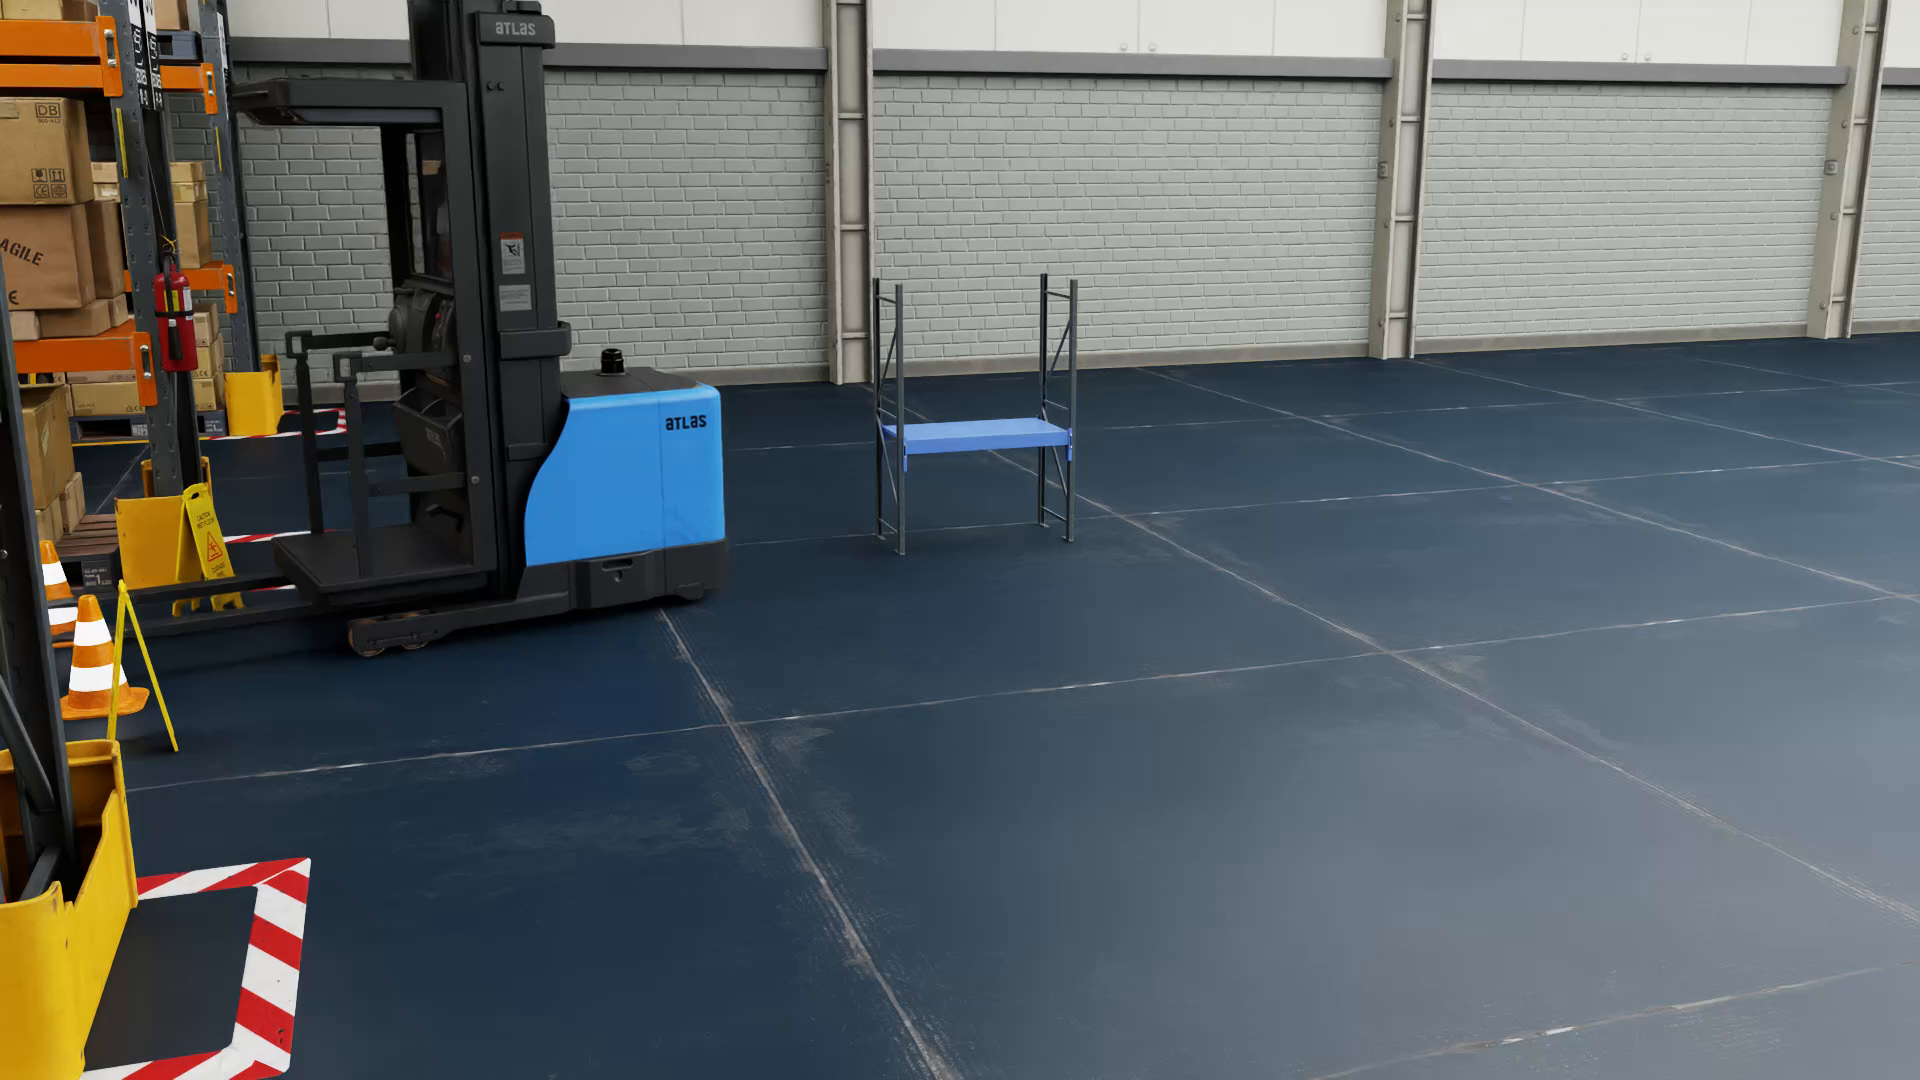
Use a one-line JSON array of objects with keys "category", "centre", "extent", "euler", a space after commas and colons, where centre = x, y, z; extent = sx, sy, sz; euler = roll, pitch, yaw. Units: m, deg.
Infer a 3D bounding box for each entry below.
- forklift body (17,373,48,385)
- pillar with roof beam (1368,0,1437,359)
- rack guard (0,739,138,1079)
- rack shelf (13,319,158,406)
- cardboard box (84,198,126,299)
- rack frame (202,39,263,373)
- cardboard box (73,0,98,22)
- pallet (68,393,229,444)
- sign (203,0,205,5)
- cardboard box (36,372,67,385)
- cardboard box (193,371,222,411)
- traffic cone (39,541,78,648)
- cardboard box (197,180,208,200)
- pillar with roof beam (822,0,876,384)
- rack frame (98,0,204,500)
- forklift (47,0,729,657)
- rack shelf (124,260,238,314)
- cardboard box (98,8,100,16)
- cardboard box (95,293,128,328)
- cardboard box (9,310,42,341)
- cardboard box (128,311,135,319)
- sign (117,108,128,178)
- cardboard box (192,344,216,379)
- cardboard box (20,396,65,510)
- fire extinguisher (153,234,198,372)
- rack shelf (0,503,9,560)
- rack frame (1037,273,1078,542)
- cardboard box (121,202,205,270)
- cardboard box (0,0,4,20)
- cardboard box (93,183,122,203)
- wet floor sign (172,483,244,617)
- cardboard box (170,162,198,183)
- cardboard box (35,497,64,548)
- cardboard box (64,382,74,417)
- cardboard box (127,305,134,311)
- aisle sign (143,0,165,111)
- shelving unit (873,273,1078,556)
[{"category": "forklift body", "centre": [-6.993, -1.452, 11.099], "extent": [1.214, 2.155, 2.313], "euler": [-4, 14, -18]}, {"category": "pillar with roof beam", "centre": [6.022, -5.411, 12.946], "extent": [0.400, 9.000, 9.100], "euler": [-4, 14, -18]}, {"category": "rack guard", "centre": [-2.493, 0.976, 4.460], "extent": [0.348, 0.500, 1.175], "euler": [-4, 14, -18]}, {"category": "rack shelf", "centre": [-6.086, -0.819, 8.158], "extent": [4.000, 0.370, 1.077], "euler": [-4, 14, -18]}, {"category": "cardboard box", "centre": [-4.728, -1.536, 8.759], "extent": [0.500, 0.500, 0.500], "euler": [-5, 14, -19]}, {"category": "rack frame", "centre": [-5.777, -2.405, 13.271], "extent": [0.127, 3.000, 1.000], "euler": [-4, 14, -18]}, {"category": "cardboard box", "centre": [-4.609, -2.700, 8.574], "extent": [0.250, 0.149, 0.380], "euler": [-4, 14, -18]}, {"category": "pallet", "centre": [-6.489, -0.983, 13.318], "extent": [1.213, 0.211, 1.003], "euler": [-4, 14, -18]}, {"category": "sign", "centre": [-5.617, -4.136, 12.326], "extent": [0.005, 0.325, 0.100], "euler": [-4, 14, -18]}, {"category": "cardboard box", "centre": [-7.100, -1.333, 12.719], "extent": [0.500, 0.250, 0.500], "euler": [-5, 14, -19]}, {"category": "cardboard box", "centre": [-6.122, -1.168, 13.104], "extent": [0.500, 0.250, 0.500], "euler": [-4, 14, -18]}, {"category": "traffic cone", "centre": [-4.187, 0.232, 7.666], "extent": [0.334, 0.463, 0.336], "euler": [-4, 14, -18]}, {"category": "cardboard box", "centre": [-6.181, -2.801, 13.319], "extent": [0.250, 0.149, 0.380], "euler": [-5, 14, -20]}, {"category": "pillar with roof beam", "centre": [0.335, -4.968, 11.084], "extent": [0.400, 9.000, 9.100], "euler": [-4, 14, -18]}, {"category": "rack frame", "centre": [-4.191, -1.317, 8.696], "extent": [0.127, 3.000, 1.000], "euler": [-4, 14, -18]}, {"category": "forklift", "centre": [-2.686, -1.043, 7.692], "extent": [3.031, 2.935, 1.130], "euler": [-8, 16, -32]}, {"category": "rack shelf", "centre": [-7.673, -1.907, 12.734], "extent": [4.000, 0.370, 1.077], "euler": [-4, 14, -18]}, {"category": "cardboard box", "centre": [-6.466, -3.867, 12.356], "extent": [0.250, 0.149, 0.380], "euler": [-5, 14, -20]}, {"category": "cardboard box", "centre": [-4.579, -1.215, 8.810], "extent": [0.250, 0.149, 0.380], "euler": [-4, 14, -18]}, {"category": "cardboard box", "centre": [-4.682, -1.077, 8.231], "extent": [0.250, 0.149, 0.380], "euler": [-5, 14, -19]}, {"category": "cardboard box", "centre": [-6.596, -1.617, 12.831], "extent": [0.500, 0.250, 0.500], "euler": [-4, 14, -17]}, {"category": "sign", "centre": [-4.033, -1.910, 8.007], "extent": [0.005, 0.325, 0.100], "euler": [-4, 14, -18]}, {"category": "cardboard box", "centre": [-6.139, -1.410, 13.044], "extent": [0.500, 0.250, 0.500], "euler": [-5, 14, -19]}, {"category": "cardboard box", "centre": [-4.867, -0.432, 8.390], "extent": [0.500, 0.500, 0.500], "euler": [-4, 14, -18]}, {"category": "fire extinguisher", "centre": [-3.935, -1.186, 8.315], "extent": [0.183, 0.674, 0.296], "euler": [-4, 14, -18]}, {"category": "rack shelf", "centre": [-4.412, 0.259, 3.626], "extent": [4.000, 0.370, 1.077], "euler": [-4, 14, -18]}, {"category": "rack frame", "centre": [0.563, -0.773, 9.653], "extent": [0.032, 1.500, 0.500], "euler": [-4, 14, -18]}, {"category": "cardboard box", "centre": [-6.160, -2.360, 12.865], "extent": [0.500, 0.500, 0.500], "euler": [-5, 14, -19]}, {"category": "cardboard box", "centre": [-4.665, -2.540, 7.902], "extent": [0.250, 0.149, 0.380], "euler": [-4, 14, -18]}, {"category": "cardboard box", "centre": [-6.515, -2.651, 12.688], "extent": [0.250, 0.149, 0.380], "euler": [-4, 14, -17]}, {"category": "wet floor sign", "centre": [-3.669, 0.049, 8.041], "extent": [0.232, 0.644, 0.267], "euler": [0, 13, 1]}, {"category": "cardboard box", "centre": [-6.050, -2.841, 12.845], "extent": [0.250, 0.149, 0.380], "euler": [-4, 14, -18]}, {"category": "cardboard box", "centre": [-4.894, -0.063, 8.459], "extent": [0.500, 0.250, 0.500], "euler": [-5, 14, -18]}, {"category": "cardboard box", "centre": [-7.073, -1.098, 12.811], "extent": [0.500, 0.250, 0.500], "euler": [-4, 14, -17]}, {"category": "cardboard box", "centre": [-6.766, -1.726, 13.292], "extent": [0.500, 0.250, 0.500], "euler": [-4, 14, -18]}, {"category": "aisle sign", "centre": [-4.231, -2.654, 8.700], "extent": [0.004, 0.787, 0.394], "euler": [-4, 14, -18]}, {"category": "shelving unit", "centre": [0.081, -0.736, 9.496], "extent": [1.048, 1.500, 0.538], "euler": [-4, 14, -18]}]
